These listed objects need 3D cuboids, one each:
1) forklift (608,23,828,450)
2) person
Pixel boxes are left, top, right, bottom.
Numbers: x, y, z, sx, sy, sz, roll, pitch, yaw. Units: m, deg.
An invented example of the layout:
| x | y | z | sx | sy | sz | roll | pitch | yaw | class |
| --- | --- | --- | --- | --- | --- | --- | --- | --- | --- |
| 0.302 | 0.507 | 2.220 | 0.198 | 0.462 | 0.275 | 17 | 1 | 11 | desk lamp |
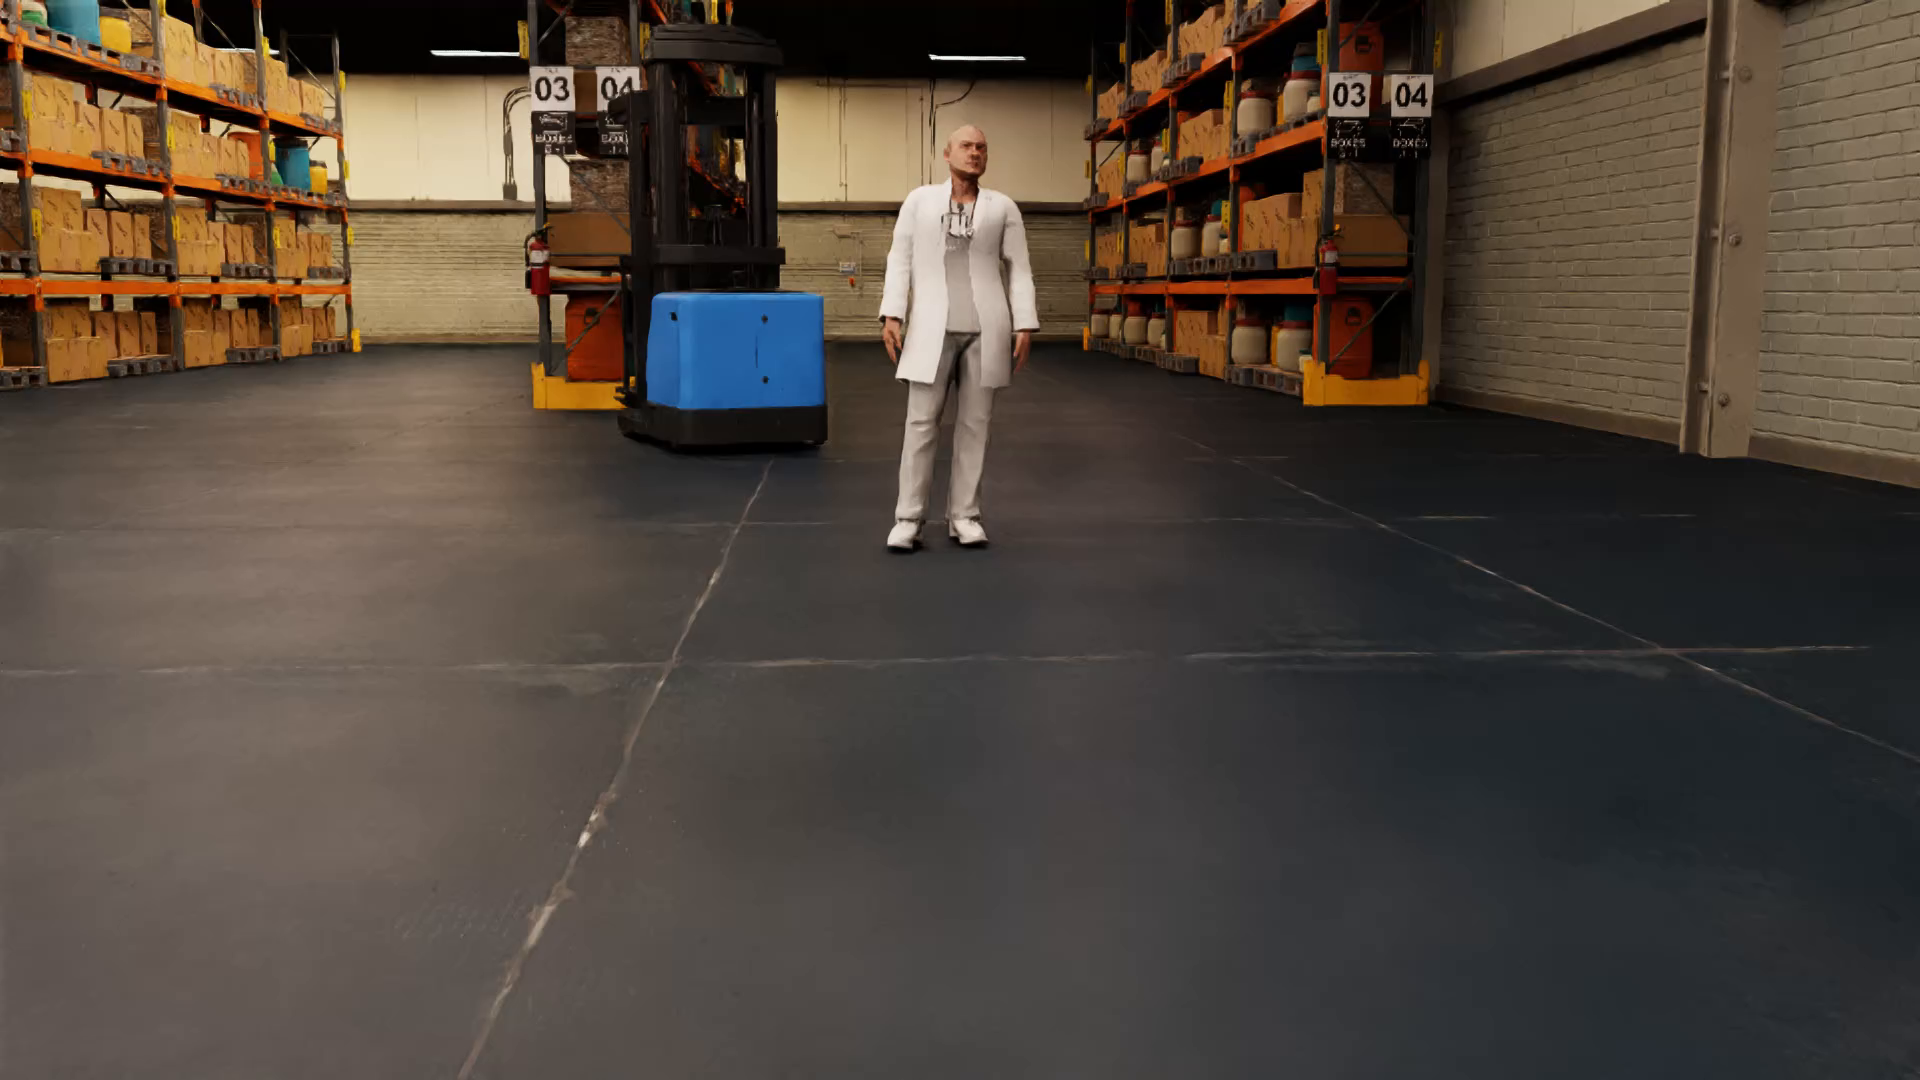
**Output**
| x | y | z | sx | sy | sz | roll | pitch | yaw | class |
| --- | --- | --- | --- | --- | --- | --- | --- | --- | --- |
| -1.967 | -2.241 | 12.421 | 1.130 | 2.935 | 3.031 | -4 | 9 | -23 | forklift |
| 0.001 | -0.873 | 7.088 | 0.694 | 1.776 | 0.579 | -1 | 8 | -4 | person |
